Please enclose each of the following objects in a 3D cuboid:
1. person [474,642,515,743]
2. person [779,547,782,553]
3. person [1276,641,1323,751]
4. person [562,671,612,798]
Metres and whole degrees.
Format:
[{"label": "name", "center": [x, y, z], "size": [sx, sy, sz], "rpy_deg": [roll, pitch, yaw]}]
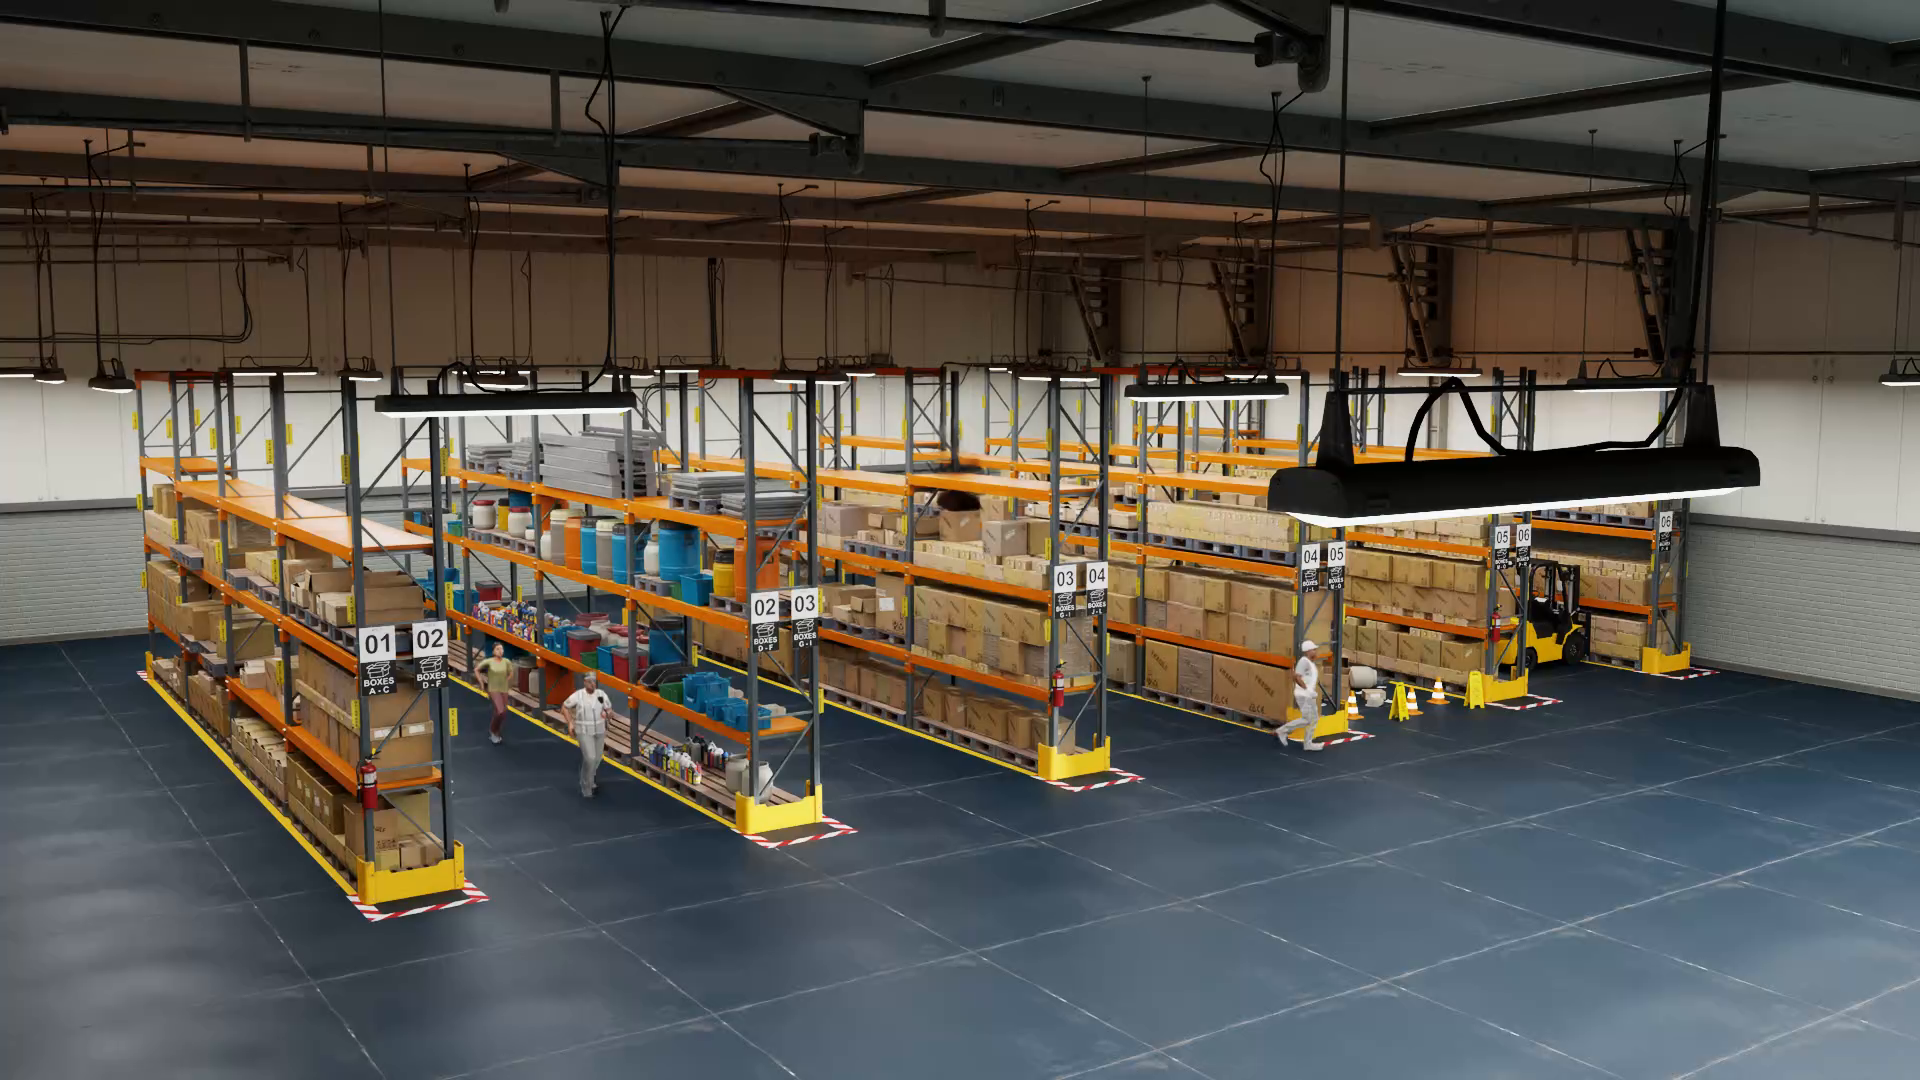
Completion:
[{"label": "person", "center": [-7.459, 2.469, 26.885], "size": [0.565, 1.632, 0.599], "rpy_deg": [-6, 9, -42]}, {"label": "person", "center": [-4.547, 0.953, 40.134], "size": [0.741, 1.698, 0.555], "rpy_deg": [2, 7, 15]}, {"label": "person", "center": [5.431, 2.473, 26.554], "size": [0.746, 1.760, 0.712], "rpy_deg": [1, 7, 10]}, {"label": "person", "center": [-5.286, 2.777, 23.825], "size": [0.635, 1.828, 0.744], "rpy_deg": [-5, 8, -37]}]
